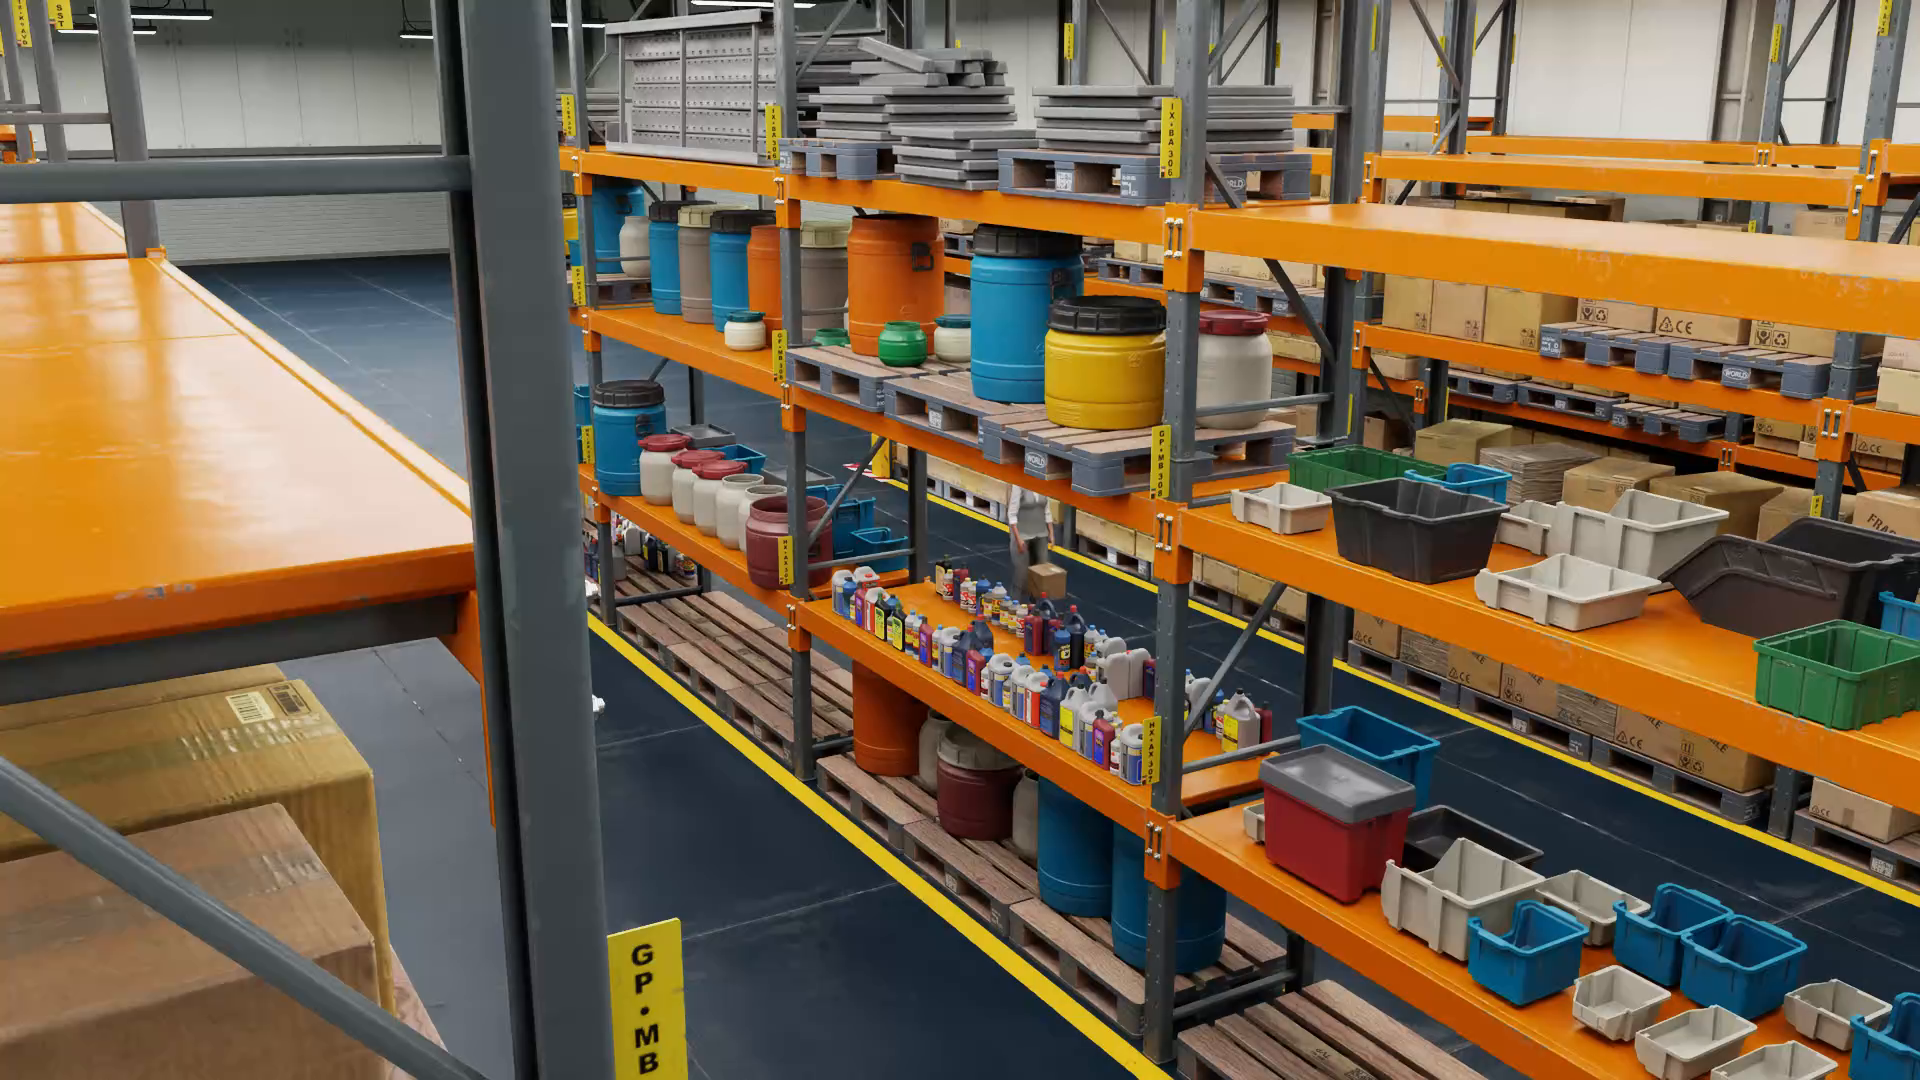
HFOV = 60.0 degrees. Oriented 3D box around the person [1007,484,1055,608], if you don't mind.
[{"bbox_3d":[0.614,0.013,14.556,0.452,1.559,0.341,-9,18,-31],"label":"person"}]
